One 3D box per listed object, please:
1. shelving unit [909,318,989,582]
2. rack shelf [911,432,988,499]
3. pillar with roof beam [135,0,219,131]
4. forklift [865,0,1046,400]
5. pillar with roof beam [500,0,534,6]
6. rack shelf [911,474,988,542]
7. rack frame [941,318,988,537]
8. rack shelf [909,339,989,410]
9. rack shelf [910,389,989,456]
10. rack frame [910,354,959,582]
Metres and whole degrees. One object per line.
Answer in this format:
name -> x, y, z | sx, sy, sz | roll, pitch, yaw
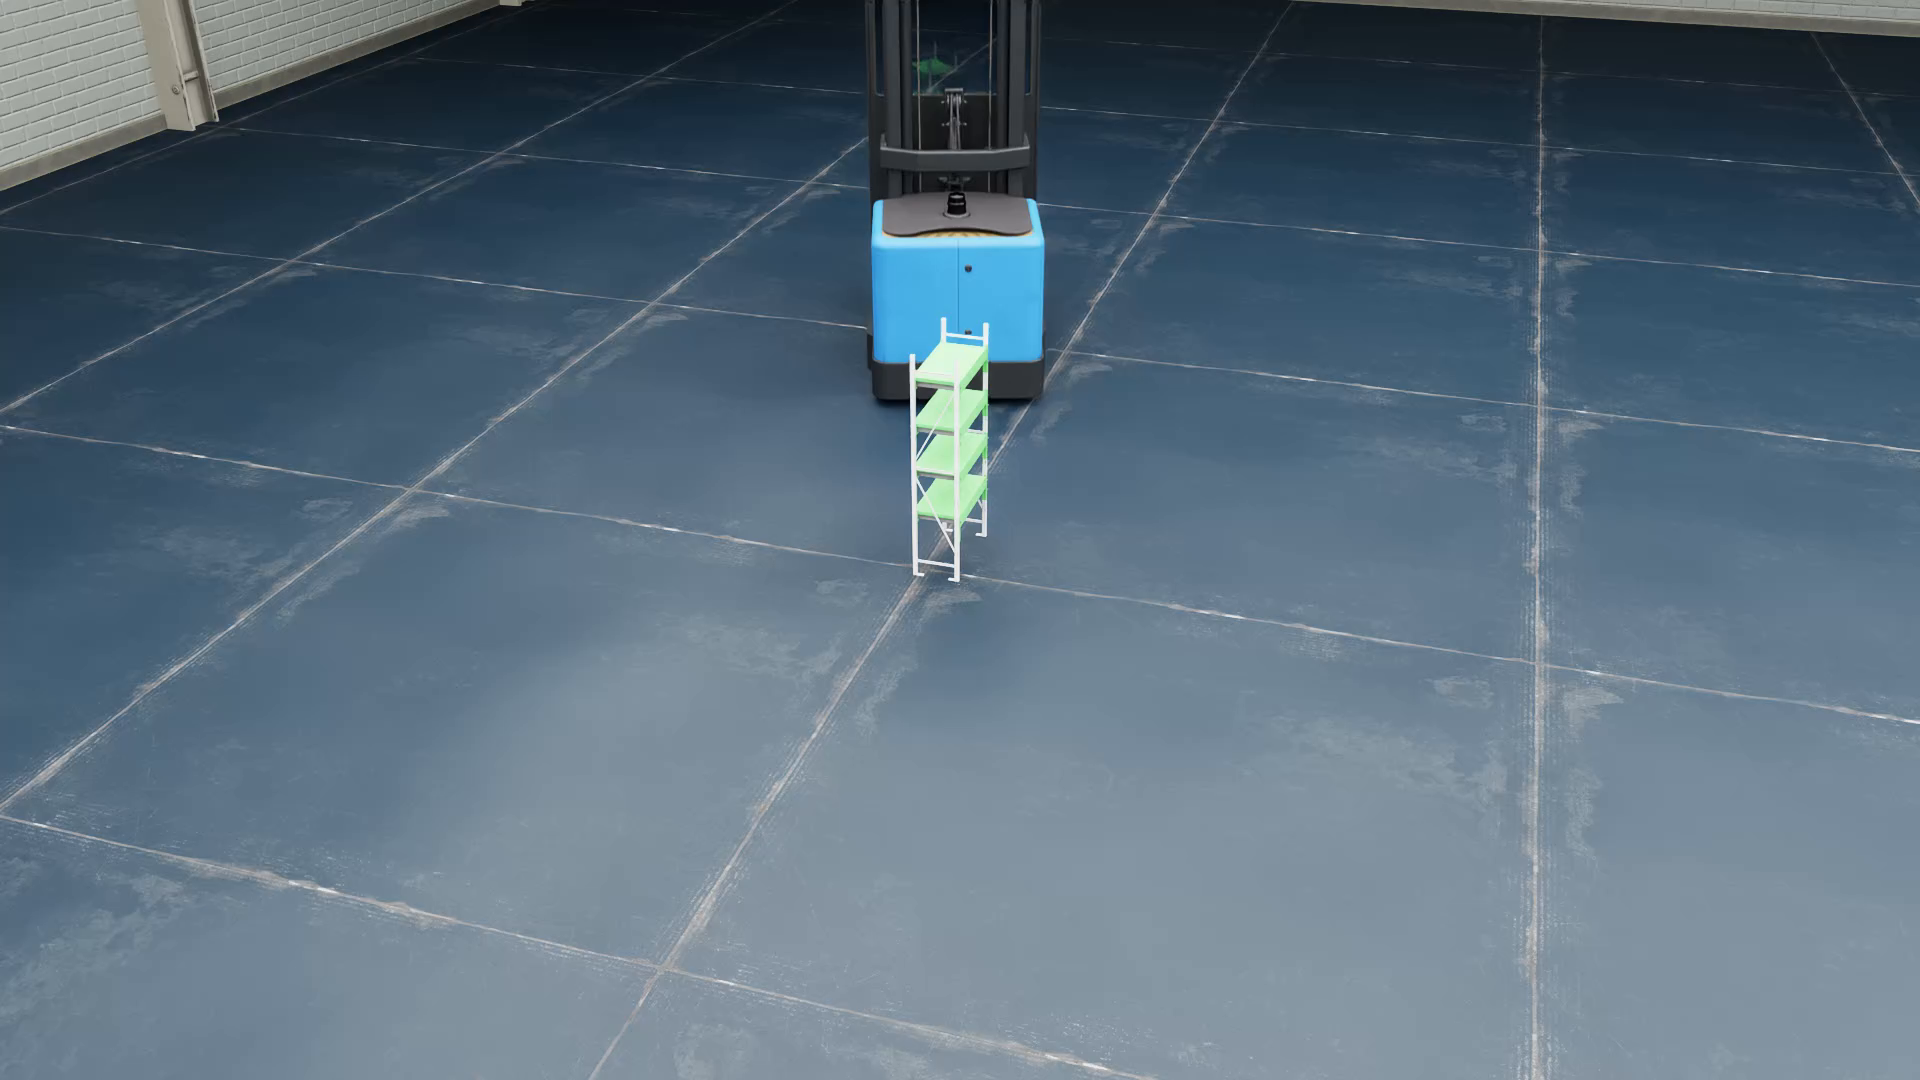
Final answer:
shelving unit -> -0.049, -0.447, 8.320 | 0.258, 1.200, 0.503 | 8, 30, 15
rack shelf -> -0.049, -0.392, 8.351 | 0.258, 0.148, 0.480 | 8, 30, 15
pillar with roof beam -> -3.218, -7.289, 12.597 | 9.100, 9.000, 0.400 | 8, 30, 15
forklift -> -0.051, -2.815, 10.795 | 1.130, 2.935, 3.031 | -1, 29, -1
pillar with roof beam -> -1.457, -10.078, 17.609 | 9.100, 9.000, 0.400 | 8, 30, 15
rack shelf -> -0.049, -0.182, 8.468 | 0.258, 0.148, 0.480 | 8, 30, 15
rack frame -> 0.023, -0.561, 8.524 | 0.240, 1.200, 0.015 | 8, 30, 15
rack shelf -> -0.049, -0.811, 8.118 | 0.258, 0.148, 0.480 | 8, 30, 15
rack shelf -> -0.049, -0.601, 8.234 | 0.258, 0.148, 0.480 | 8, 30, 15
rack frame -> -0.120, -0.334, 8.116 | 0.240, 1.200, 0.015 | 8, 30, 15
